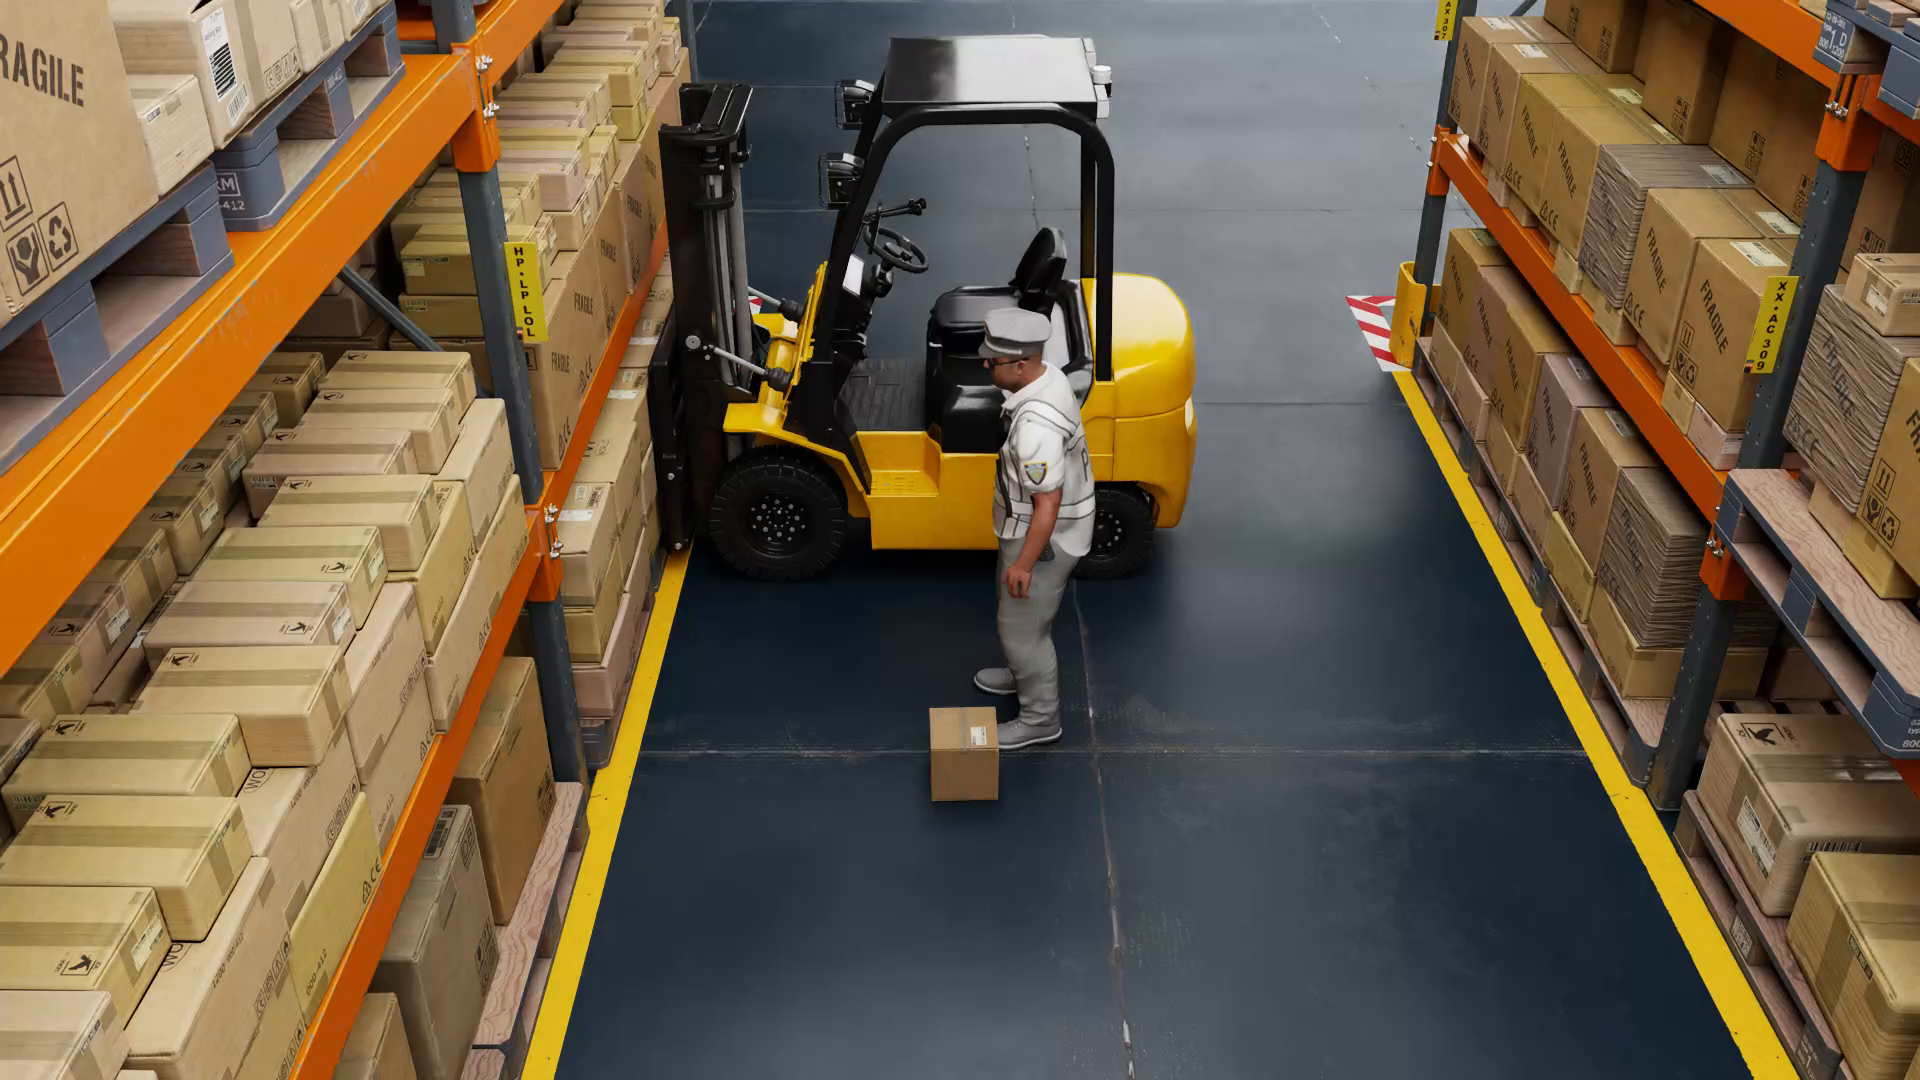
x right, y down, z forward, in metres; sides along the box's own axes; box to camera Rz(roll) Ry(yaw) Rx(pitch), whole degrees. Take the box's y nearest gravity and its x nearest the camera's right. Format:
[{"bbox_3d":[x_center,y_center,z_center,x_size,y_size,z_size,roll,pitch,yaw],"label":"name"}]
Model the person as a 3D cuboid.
[{"bbox_3d":[0.275,-0.033,6.181,0.434,1.749,0.585,0,31,0],"label":"person"}]
